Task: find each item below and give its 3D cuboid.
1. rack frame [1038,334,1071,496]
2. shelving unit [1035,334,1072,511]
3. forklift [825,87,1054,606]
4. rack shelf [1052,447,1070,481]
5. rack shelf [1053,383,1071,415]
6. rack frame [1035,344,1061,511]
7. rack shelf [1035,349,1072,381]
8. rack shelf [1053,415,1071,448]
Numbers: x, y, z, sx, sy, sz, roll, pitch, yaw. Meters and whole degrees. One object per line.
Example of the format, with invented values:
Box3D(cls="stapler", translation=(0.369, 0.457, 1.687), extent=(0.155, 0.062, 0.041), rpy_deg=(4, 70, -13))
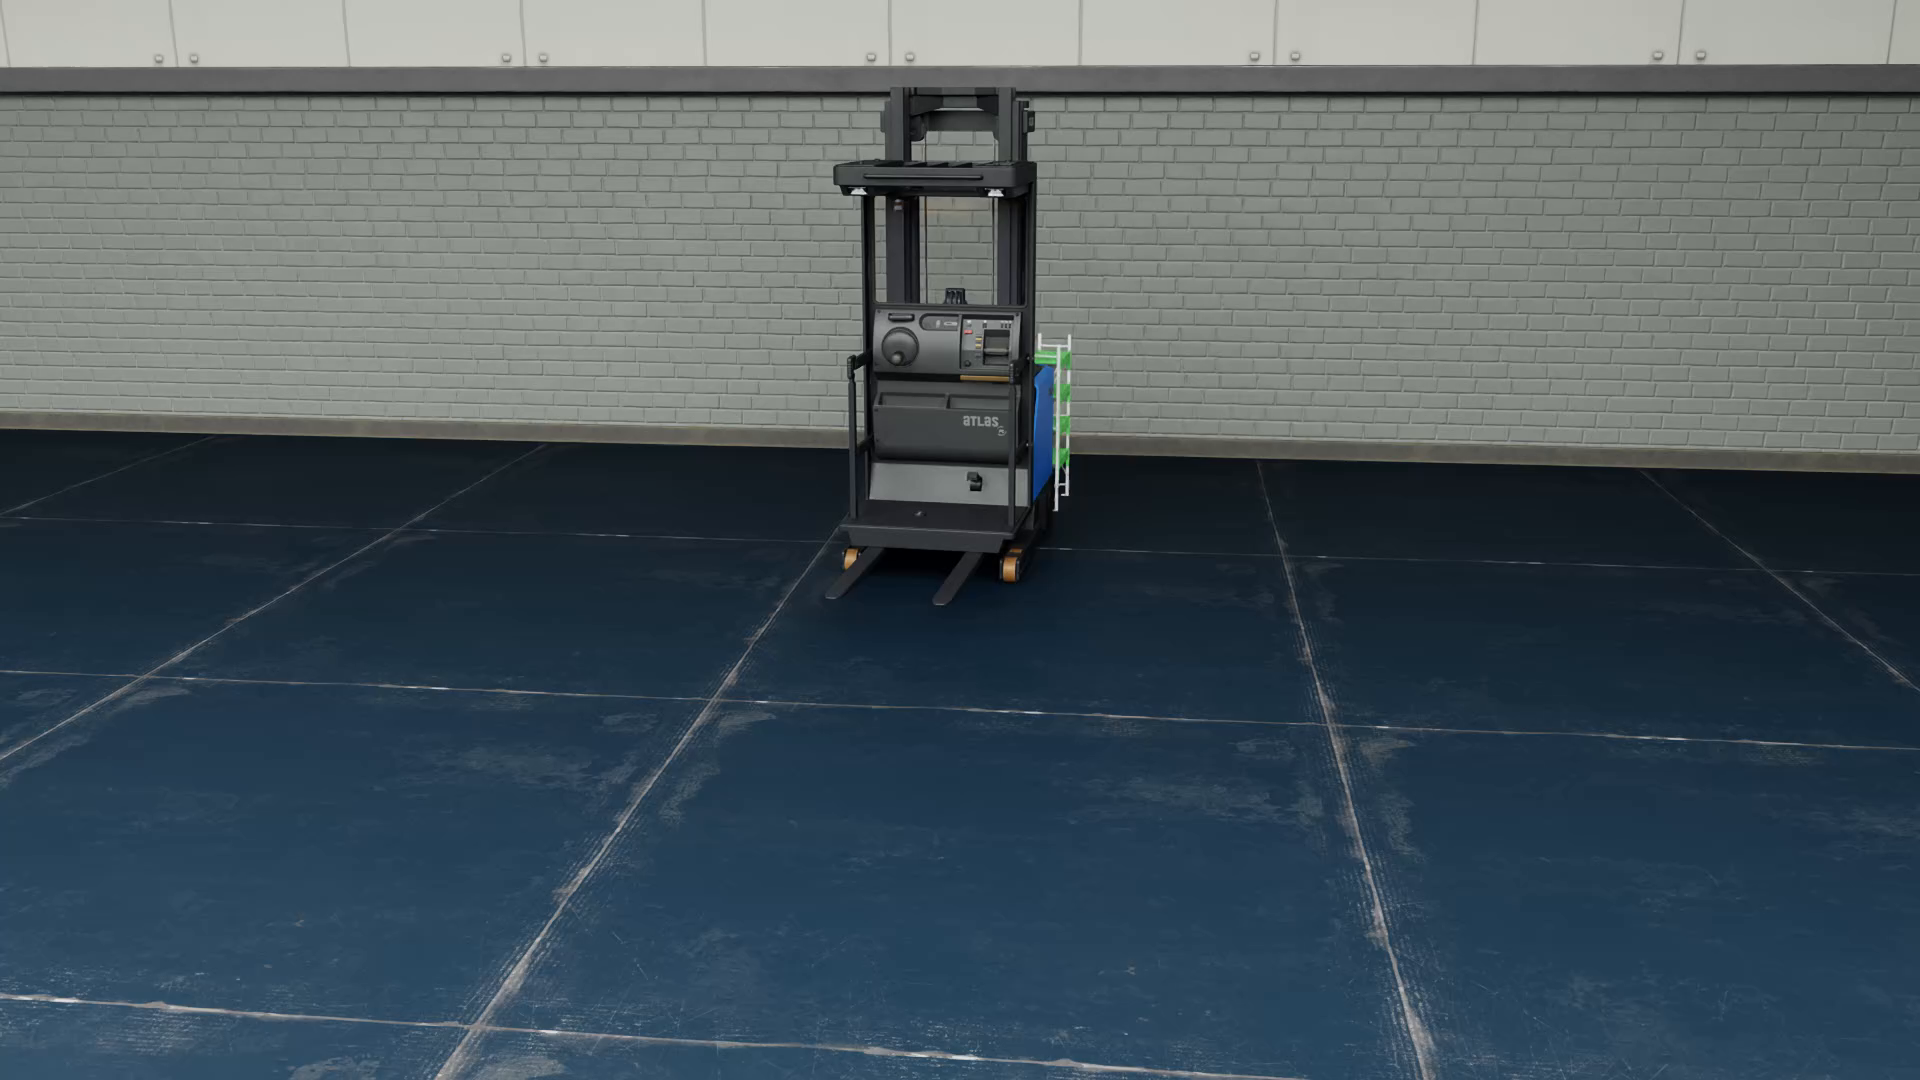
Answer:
Box3D(cls="rack frame", translation=(0.689, -0.918, 12.252), extent=(0.240, 1.200, 0.015), rpy_deg=(3, 16, 12))
Box3D(cls="shelving unit", translation=(0.637, -0.855, 12.023), extent=(0.258, 1.200, 0.503), rpy_deg=(3, 16, 12))
Box3D(cls="forklift", translation=(-0.121, -1.254, 10.183), extent=(1.130, 2.935, 3.031), rpy_deg=(3, 15, 11))
Box3D(cls="rack shelf", translation=(0.637, -0.562, 12.103), extent=(0.258, 0.148, 0.480), rpy_deg=(3, 16, 12))
Box3D(cls="rack shelf", translation=(0.636, -1.025, 11.976), extent=(0.258, 0.148, 0.480), rpy_deg=(3, 16, 12))
Box3D(cls="rack frame", translation=(0.584, -0.792, 11.793), extent=(0.240, 1.200, 0.015), rpy_deg=(3, 16, 12))
Box3D(cls="rack shelf", translation=(0.636, -1.256, 11.913), extent=(0.258, 0.148, 0.480), rpy_deg=(3, 16, 12))
Box3D(cls="rack shelf", translation=(0.637, -0.793, 12.039), extent=(0.258, 0.148, 0.480), rpy_deg=(3, 16, 12))
